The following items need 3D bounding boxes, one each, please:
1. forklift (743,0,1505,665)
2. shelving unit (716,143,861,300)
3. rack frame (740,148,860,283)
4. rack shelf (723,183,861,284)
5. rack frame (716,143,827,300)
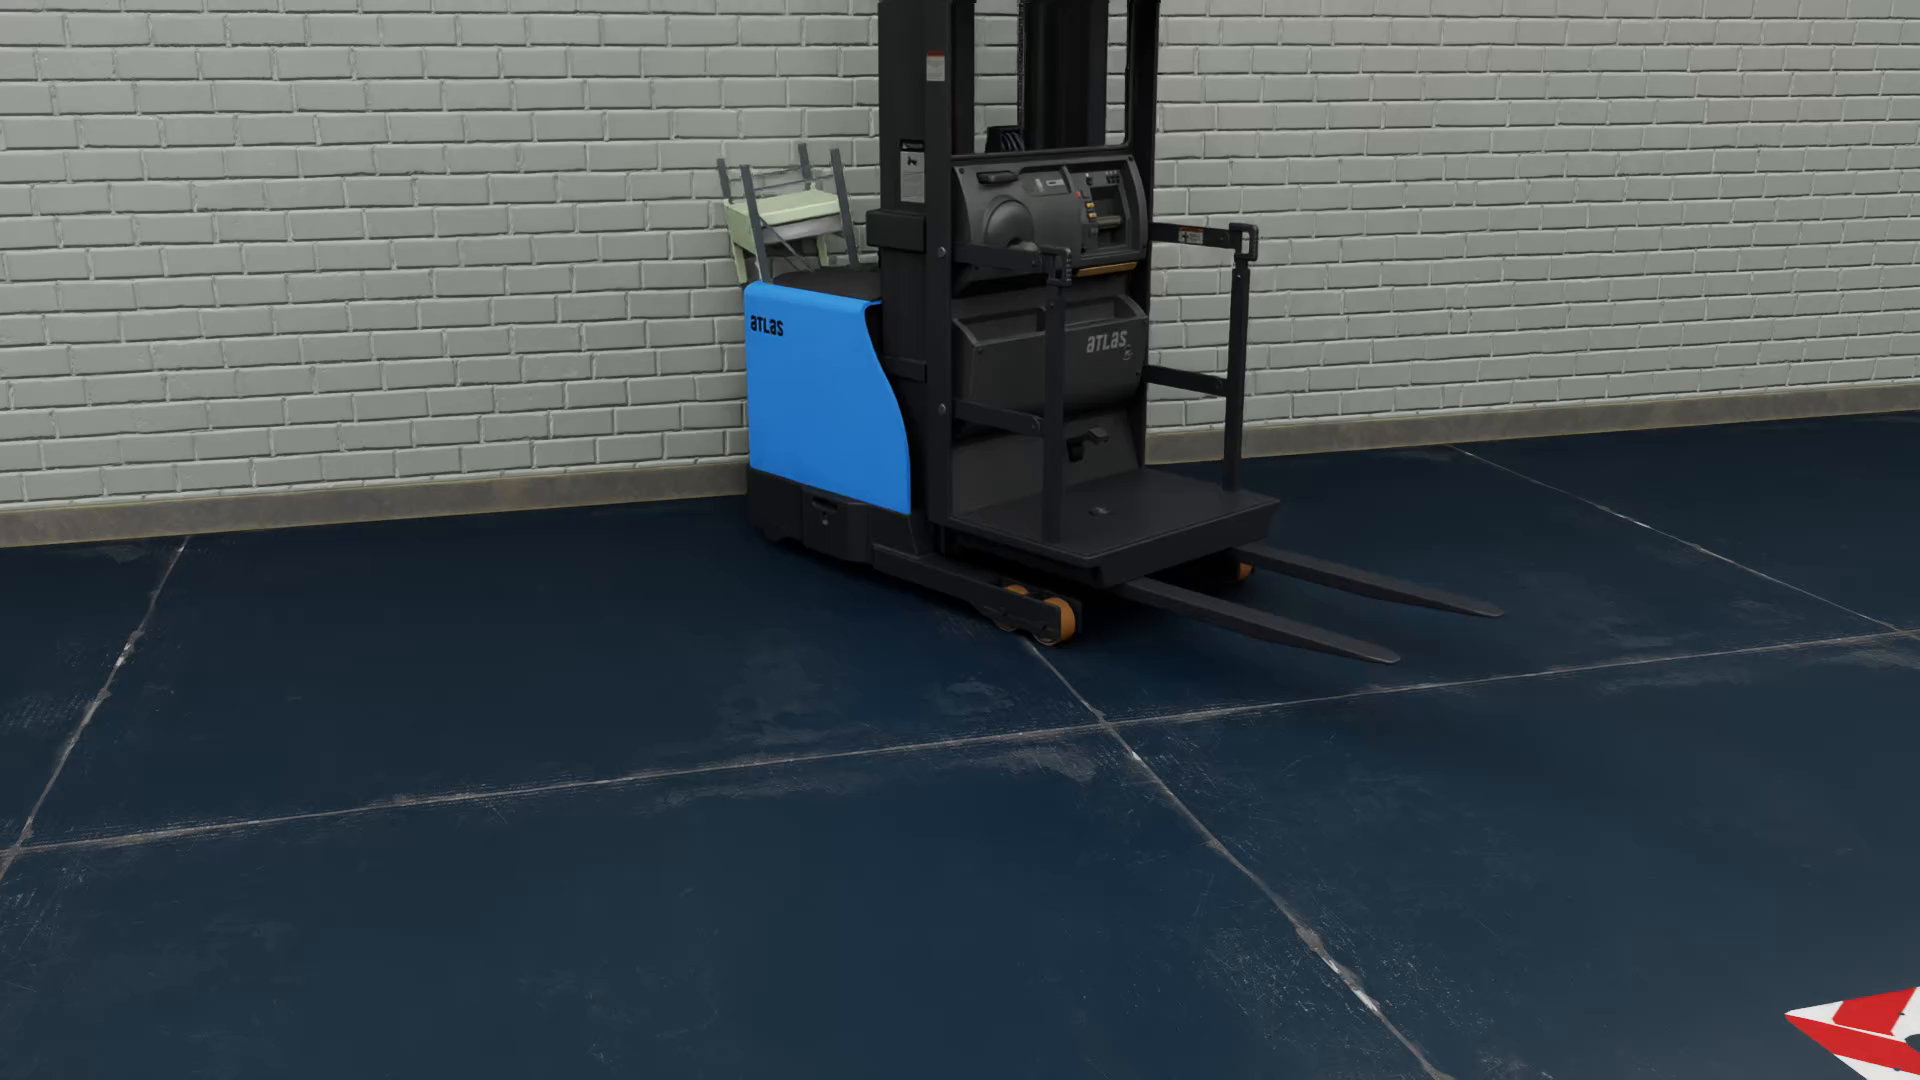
[{"bbox_3d":[0.489,-1.205,5.869,1.130,2.935,3.031,-15,22,-41],"label":"forklift"},{"bbox_3d":[-0.655,-0.901,7.147,0.431,1.500,0.755,-13,18,-12],"label":"shelving unit"},{"bbox_3d":[-0.558,-0.810,6.806,0.400,1.500,0.023,-13,18,-12],"label":"rack frame"},{"bbox_3d":[-0.716,-1.269,7.031,0.431,0.370,0.720,-13,18,-12],"label":"rack shelf"},{"bbox_3d":[-0.753,-0.993,7.488,0.400,1.500,0.023,-13,18,-12],"label":"rack frame"}]
